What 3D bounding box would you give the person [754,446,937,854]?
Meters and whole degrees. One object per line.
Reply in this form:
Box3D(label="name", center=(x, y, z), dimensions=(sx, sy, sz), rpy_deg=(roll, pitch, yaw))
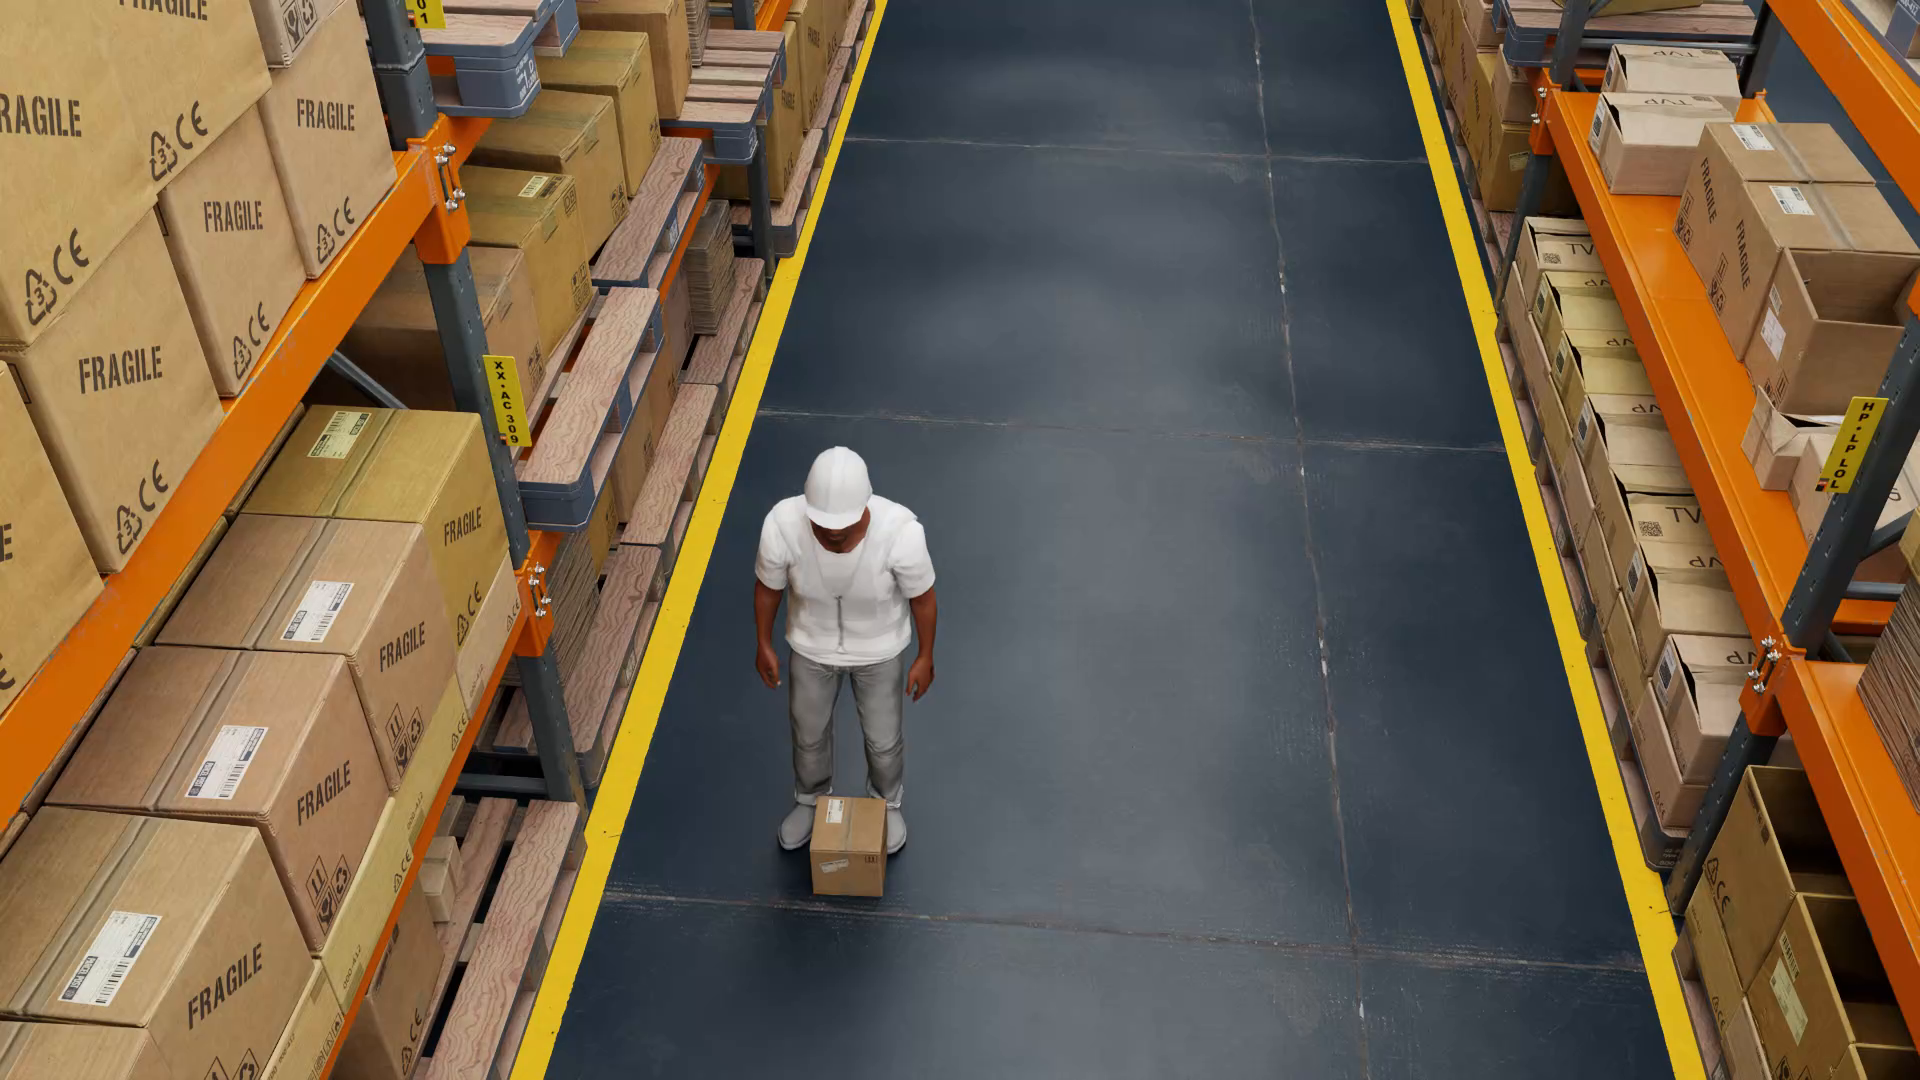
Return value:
Box3D(label="person", center=(-0.393, 0.379, 5.688), dimensions=(0.627, 1.760, 0.459), rpy_deg=(3, 40, 4))
